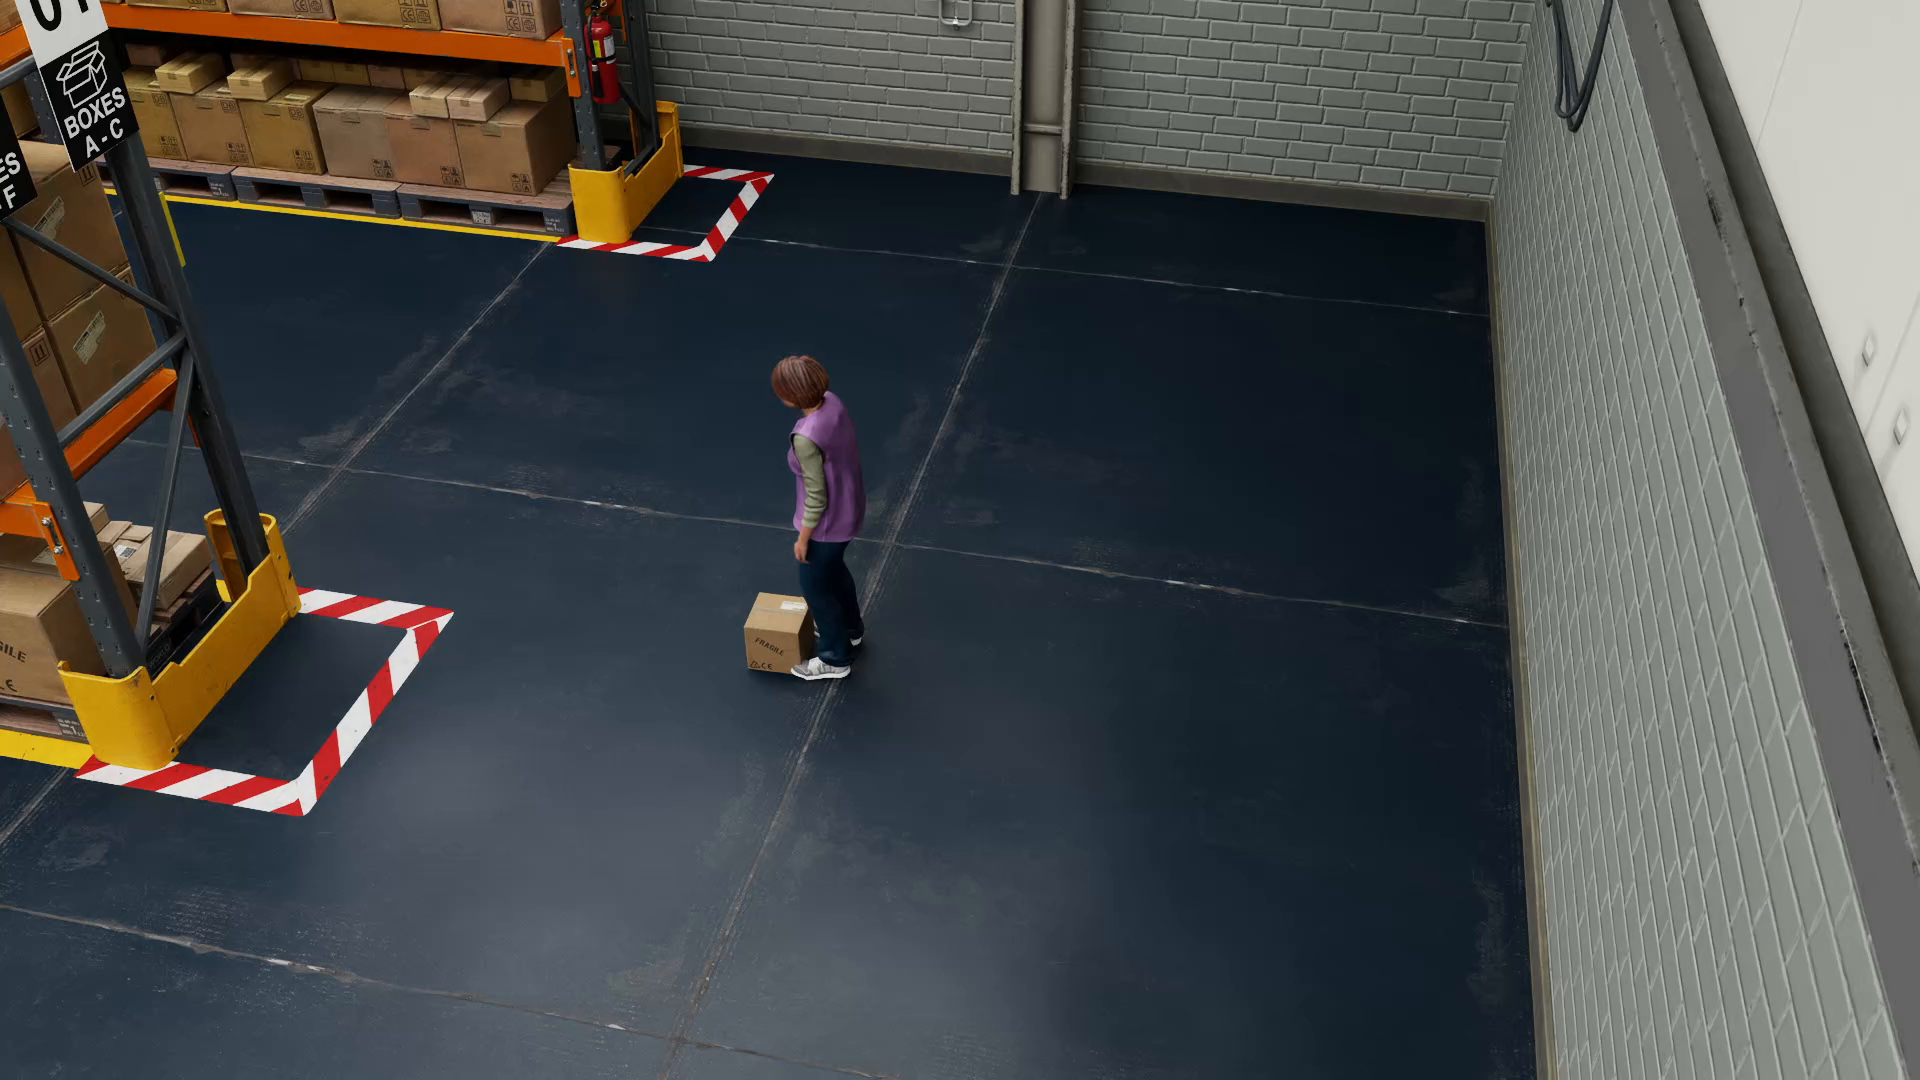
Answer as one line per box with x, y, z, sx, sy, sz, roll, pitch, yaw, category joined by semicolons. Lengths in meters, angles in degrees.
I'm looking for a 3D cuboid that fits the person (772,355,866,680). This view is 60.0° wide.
-0.579;-0.088;7.087;0.343;1.593;0.461;8;38;10;person
